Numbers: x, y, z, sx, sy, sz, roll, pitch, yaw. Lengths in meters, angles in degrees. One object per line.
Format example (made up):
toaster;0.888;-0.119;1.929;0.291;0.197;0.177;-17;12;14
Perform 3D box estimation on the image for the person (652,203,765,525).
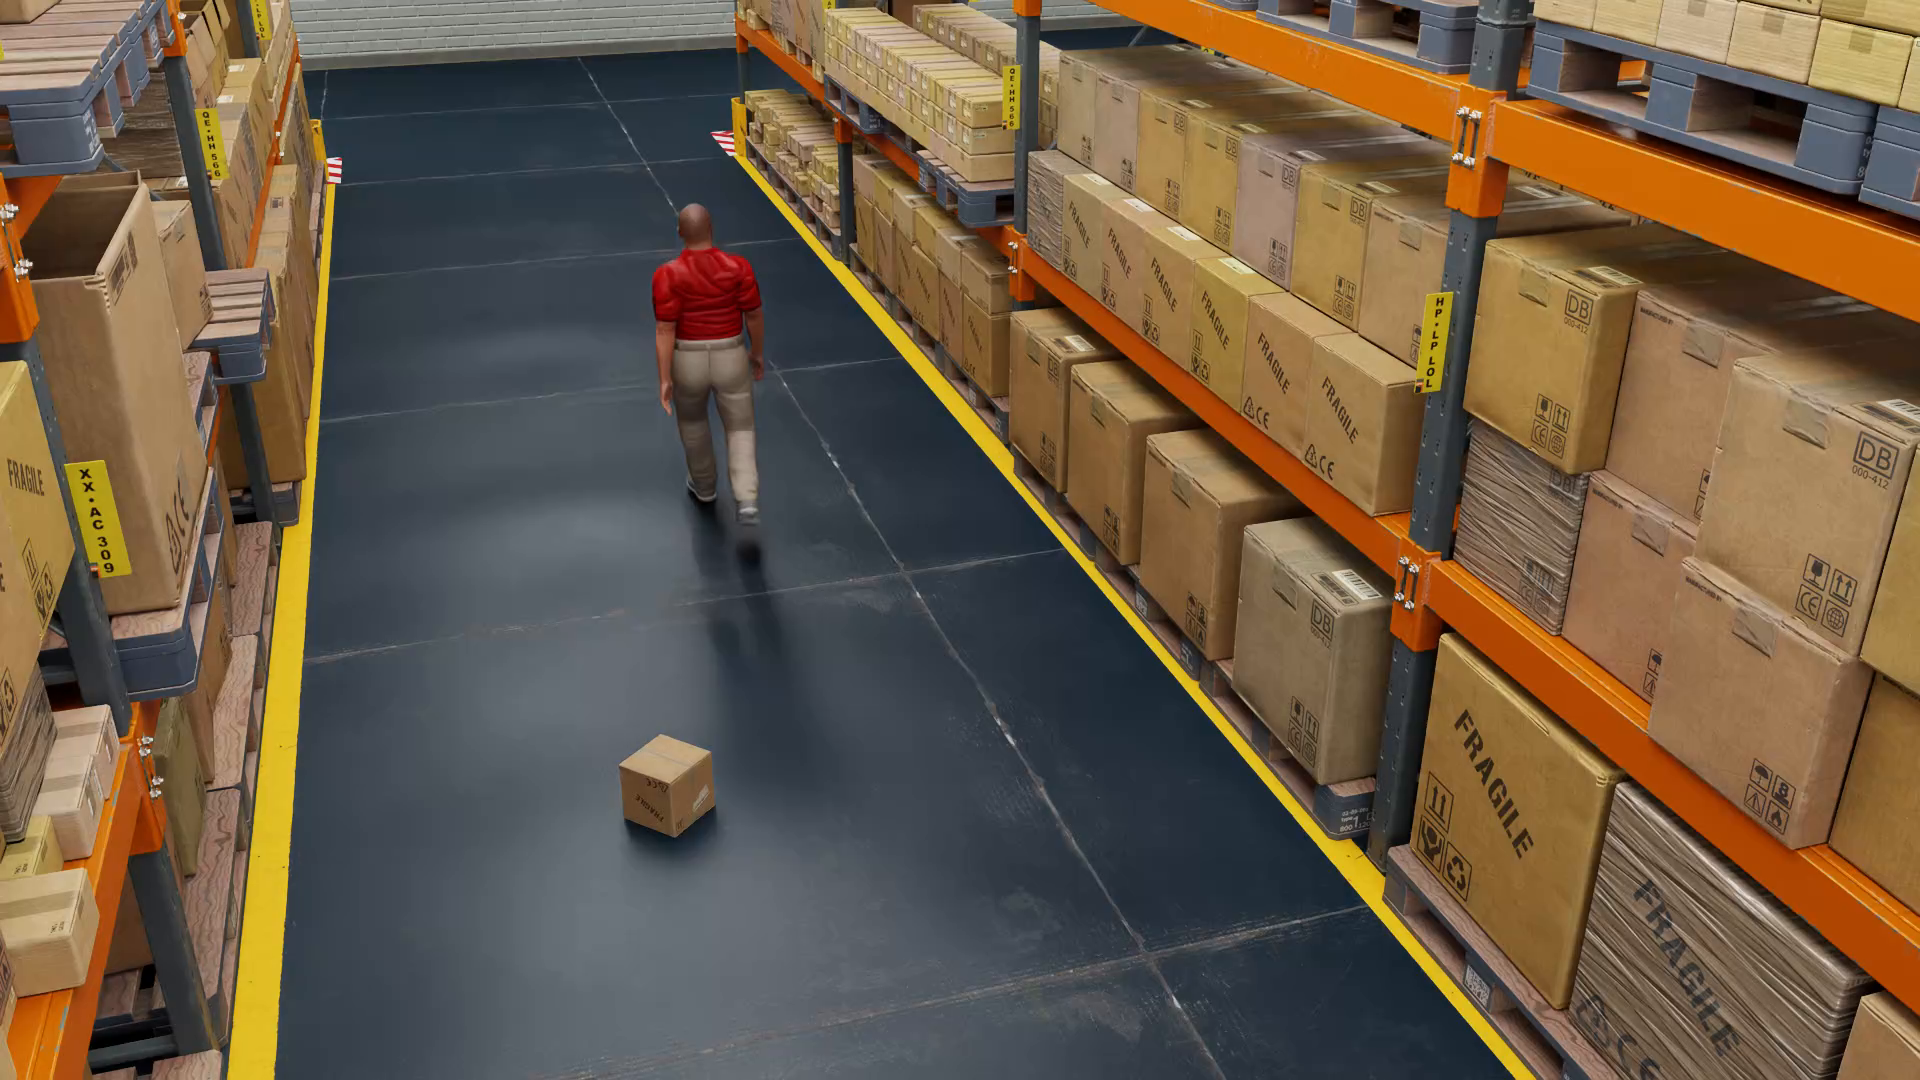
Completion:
person;-1.260;-0.891;8.446;0.553;1.676;0.969;-5;27;-10
